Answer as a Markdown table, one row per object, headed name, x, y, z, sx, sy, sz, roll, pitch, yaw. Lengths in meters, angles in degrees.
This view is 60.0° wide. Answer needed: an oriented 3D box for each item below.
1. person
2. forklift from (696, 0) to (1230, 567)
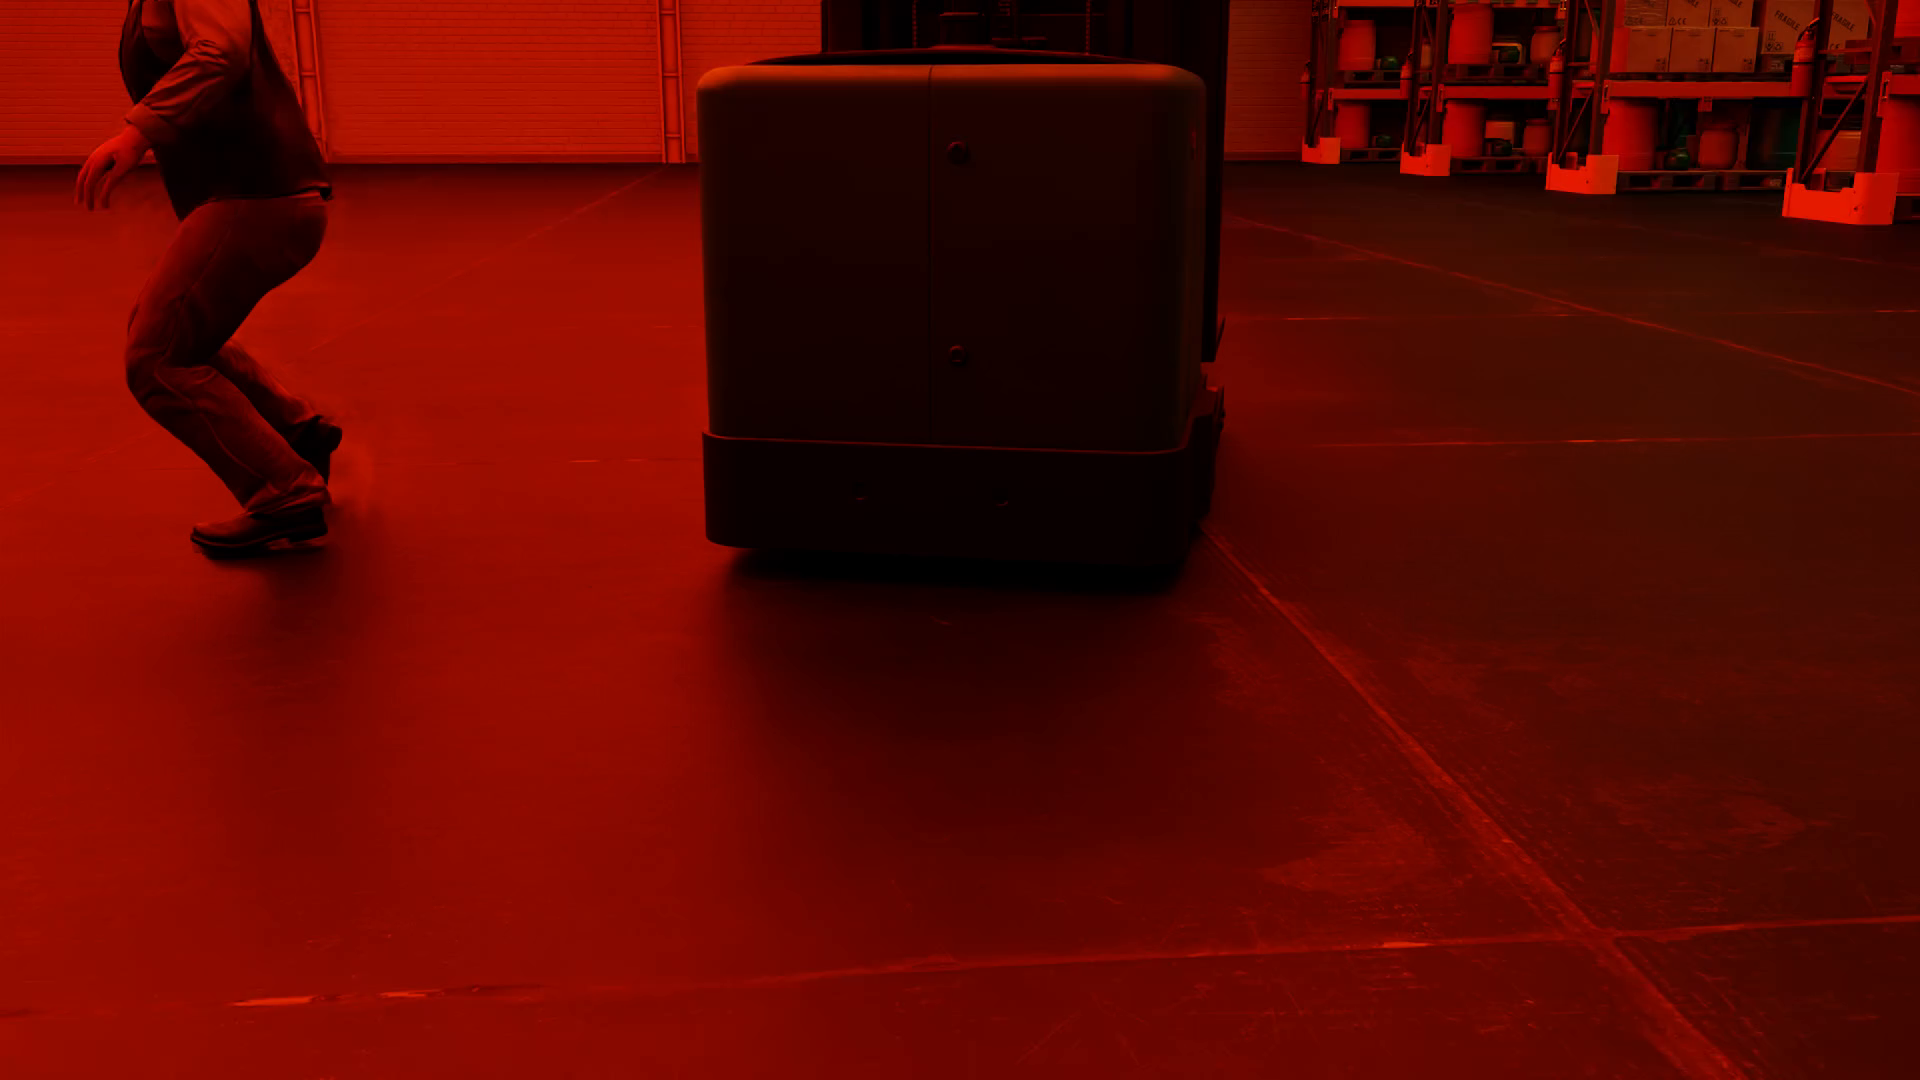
| name | x | y | z | sx | sy | sz | roll | pitch | yaw |
| --- | --- | --- | --- | --- | --- | --- | --- | --- | --- |
| person | -1.742 | -0.762 | 3.925 | 0.502 | 1.608 | 0.967 | -5 | 16 | -19 |
| forklift | 0.214 | -1.690 | 4.601 | 1.130 | 2.935 | 3.031 | 3 | 15 | 10 |
